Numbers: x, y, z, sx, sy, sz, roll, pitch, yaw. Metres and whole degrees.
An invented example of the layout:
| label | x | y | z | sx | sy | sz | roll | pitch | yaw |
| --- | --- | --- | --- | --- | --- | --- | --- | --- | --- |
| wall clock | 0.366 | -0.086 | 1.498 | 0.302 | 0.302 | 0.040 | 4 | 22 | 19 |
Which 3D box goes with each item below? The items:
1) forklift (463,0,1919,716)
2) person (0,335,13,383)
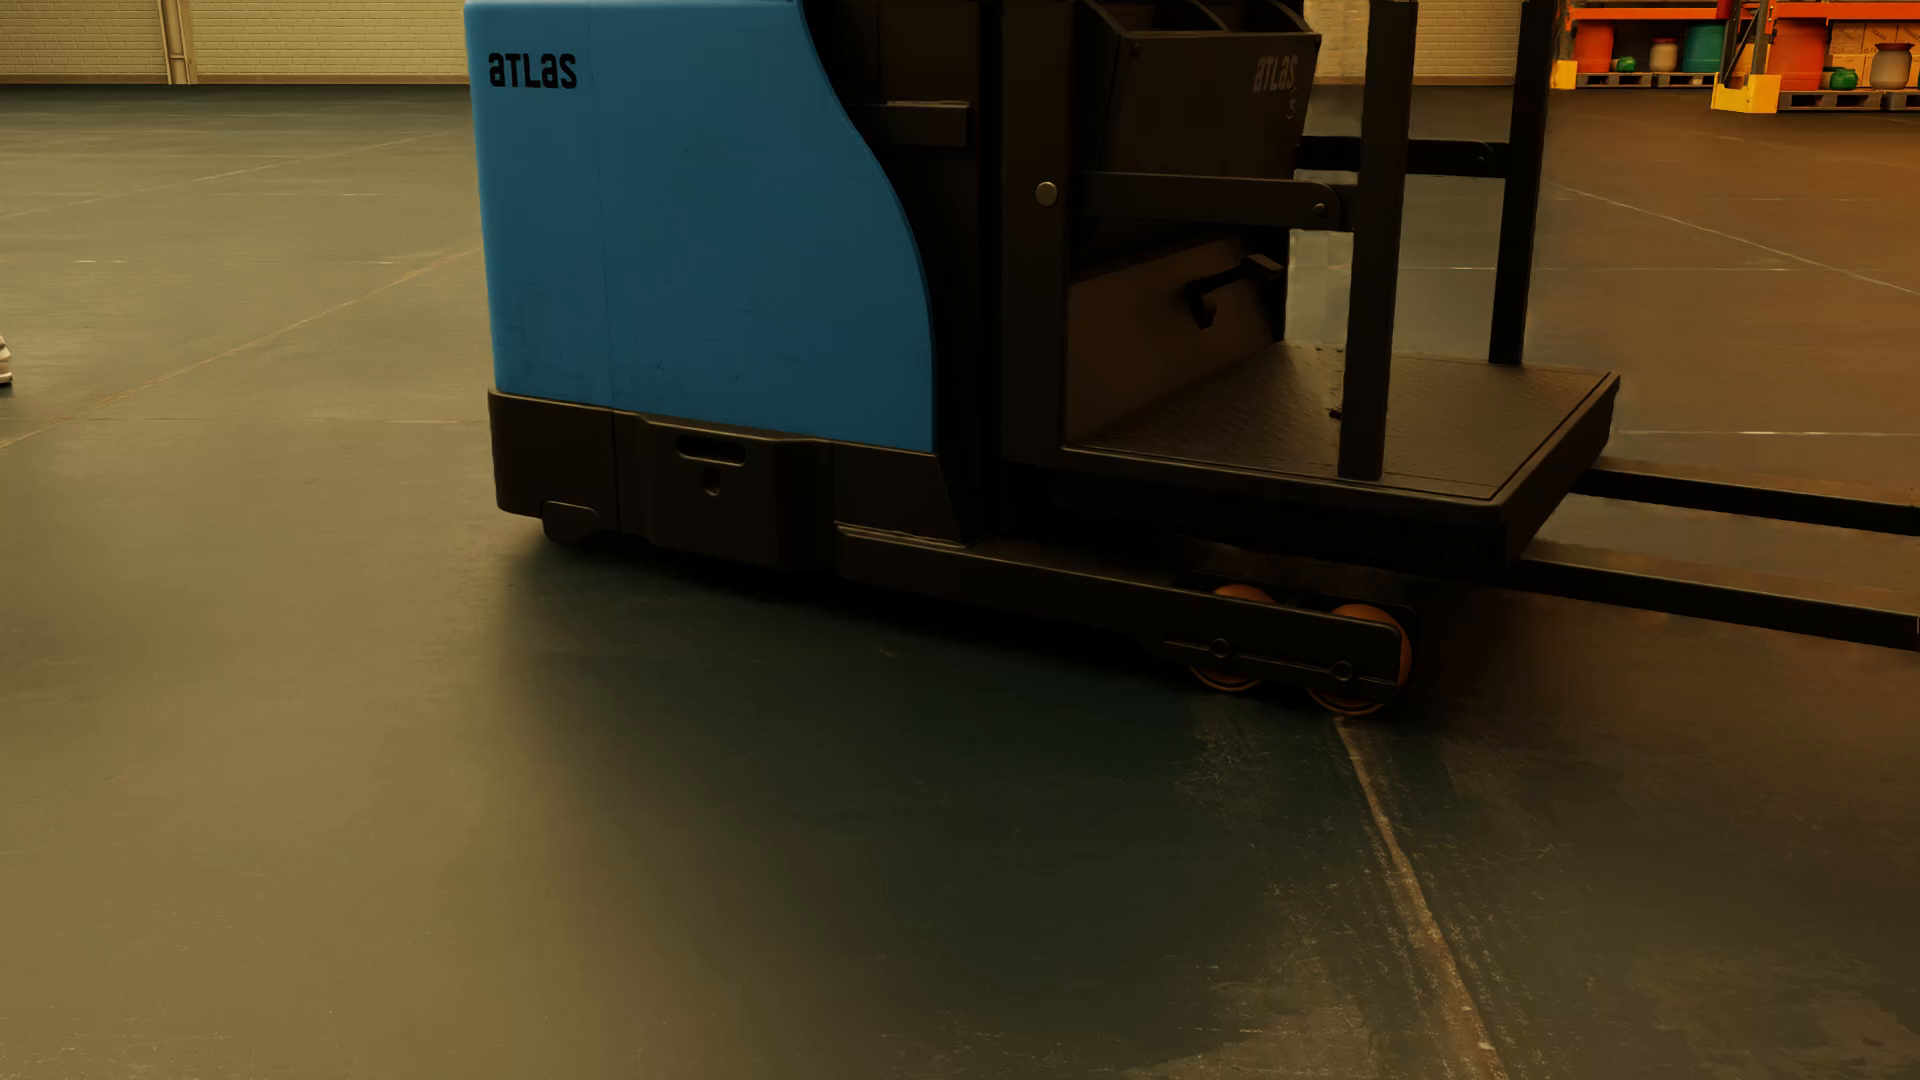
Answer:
| label | x | y | z | sx | sy | sz | roll | pitch | yaw |
| --- | --- | --- | --- | --- | --- | --- | --- | --- | --- |
| forklift | 0.599 | -1.314 | 2.659 | 3.031 | 2.935 | 1.130 | 9 | 20 | 28 |
| person | -2.918 | -1.205 | 4.454 | 0.376 | 1.661 | 0.529 | 8 | 19 | 24 |
